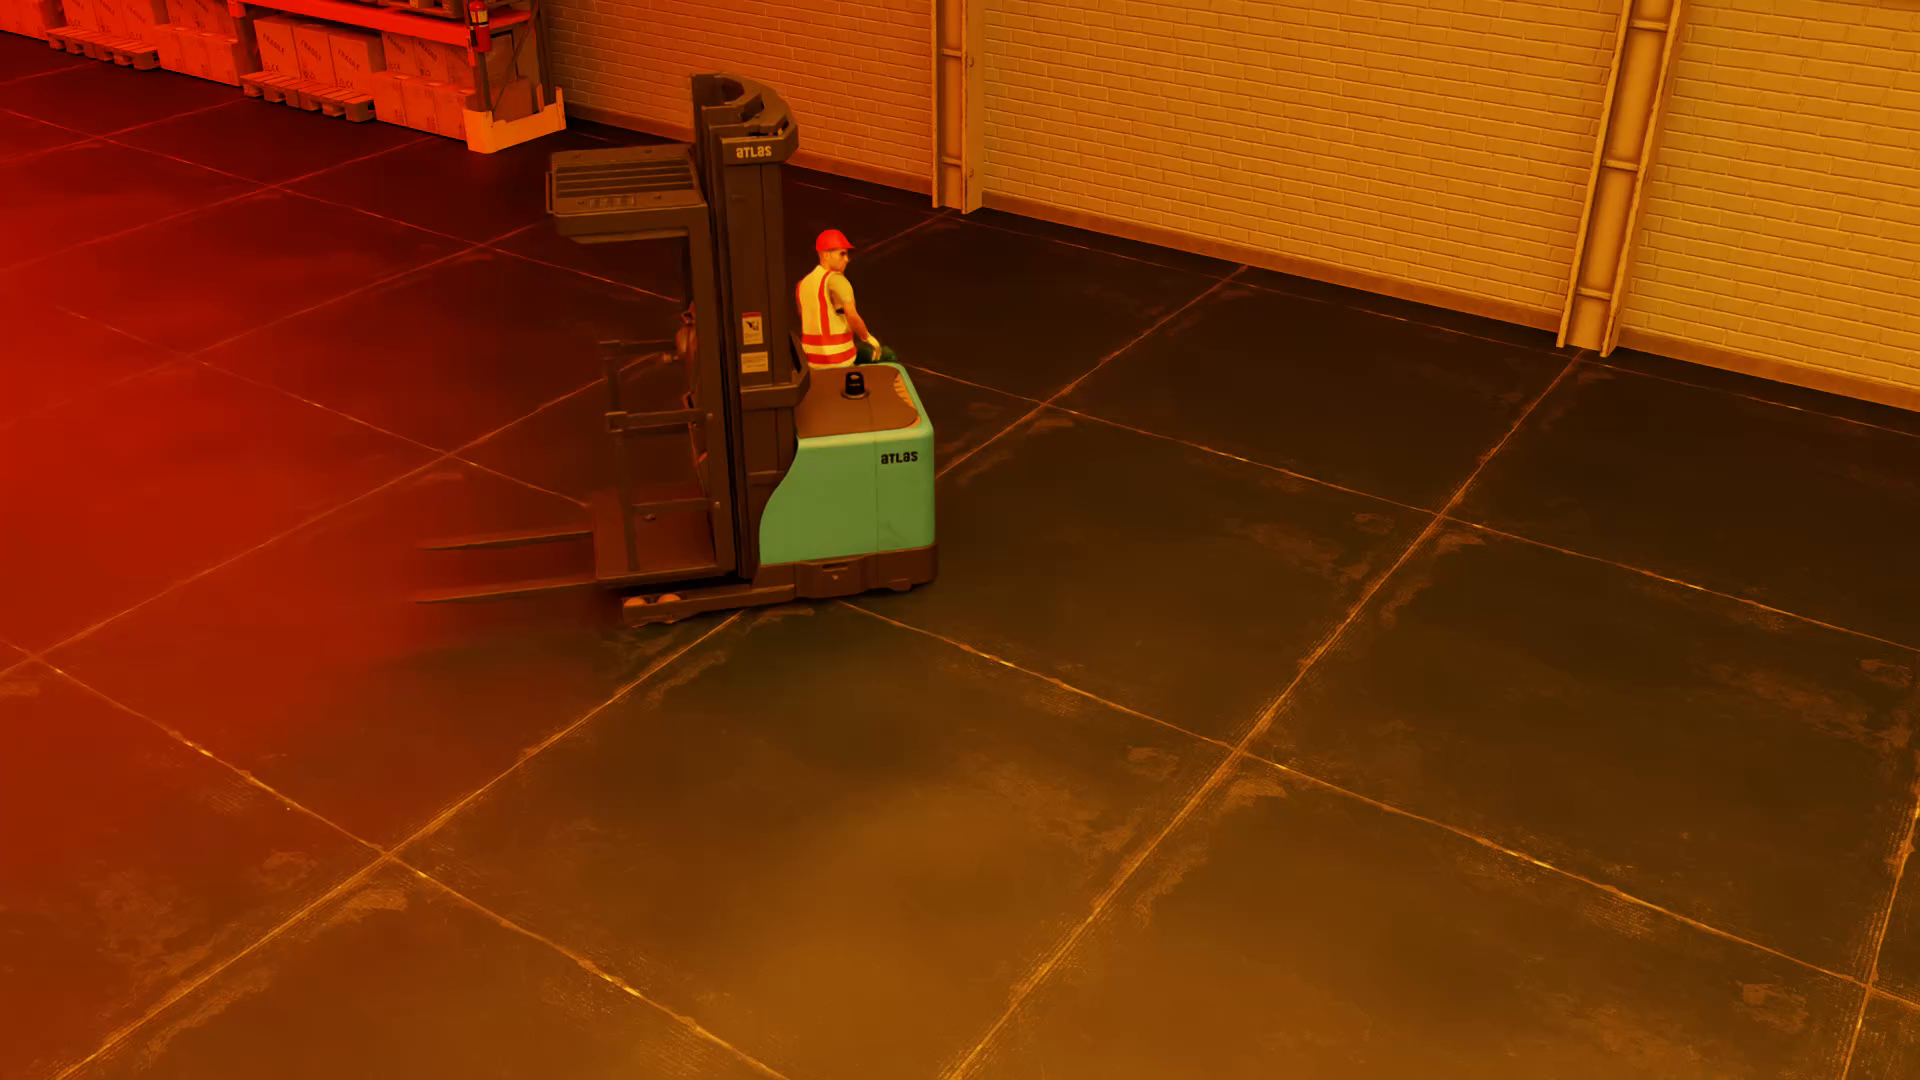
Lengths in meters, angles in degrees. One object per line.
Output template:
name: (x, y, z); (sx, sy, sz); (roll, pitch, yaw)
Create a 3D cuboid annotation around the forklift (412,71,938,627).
forklift: (-1.707, -1.053, 9.394); (3.031, 2.935, 1.130); (-6, 31, -11)

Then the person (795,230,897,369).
person: (-0.829, -1.345, 11.356); (0.833, 1.539, 0.678); (20, 36, 31)
